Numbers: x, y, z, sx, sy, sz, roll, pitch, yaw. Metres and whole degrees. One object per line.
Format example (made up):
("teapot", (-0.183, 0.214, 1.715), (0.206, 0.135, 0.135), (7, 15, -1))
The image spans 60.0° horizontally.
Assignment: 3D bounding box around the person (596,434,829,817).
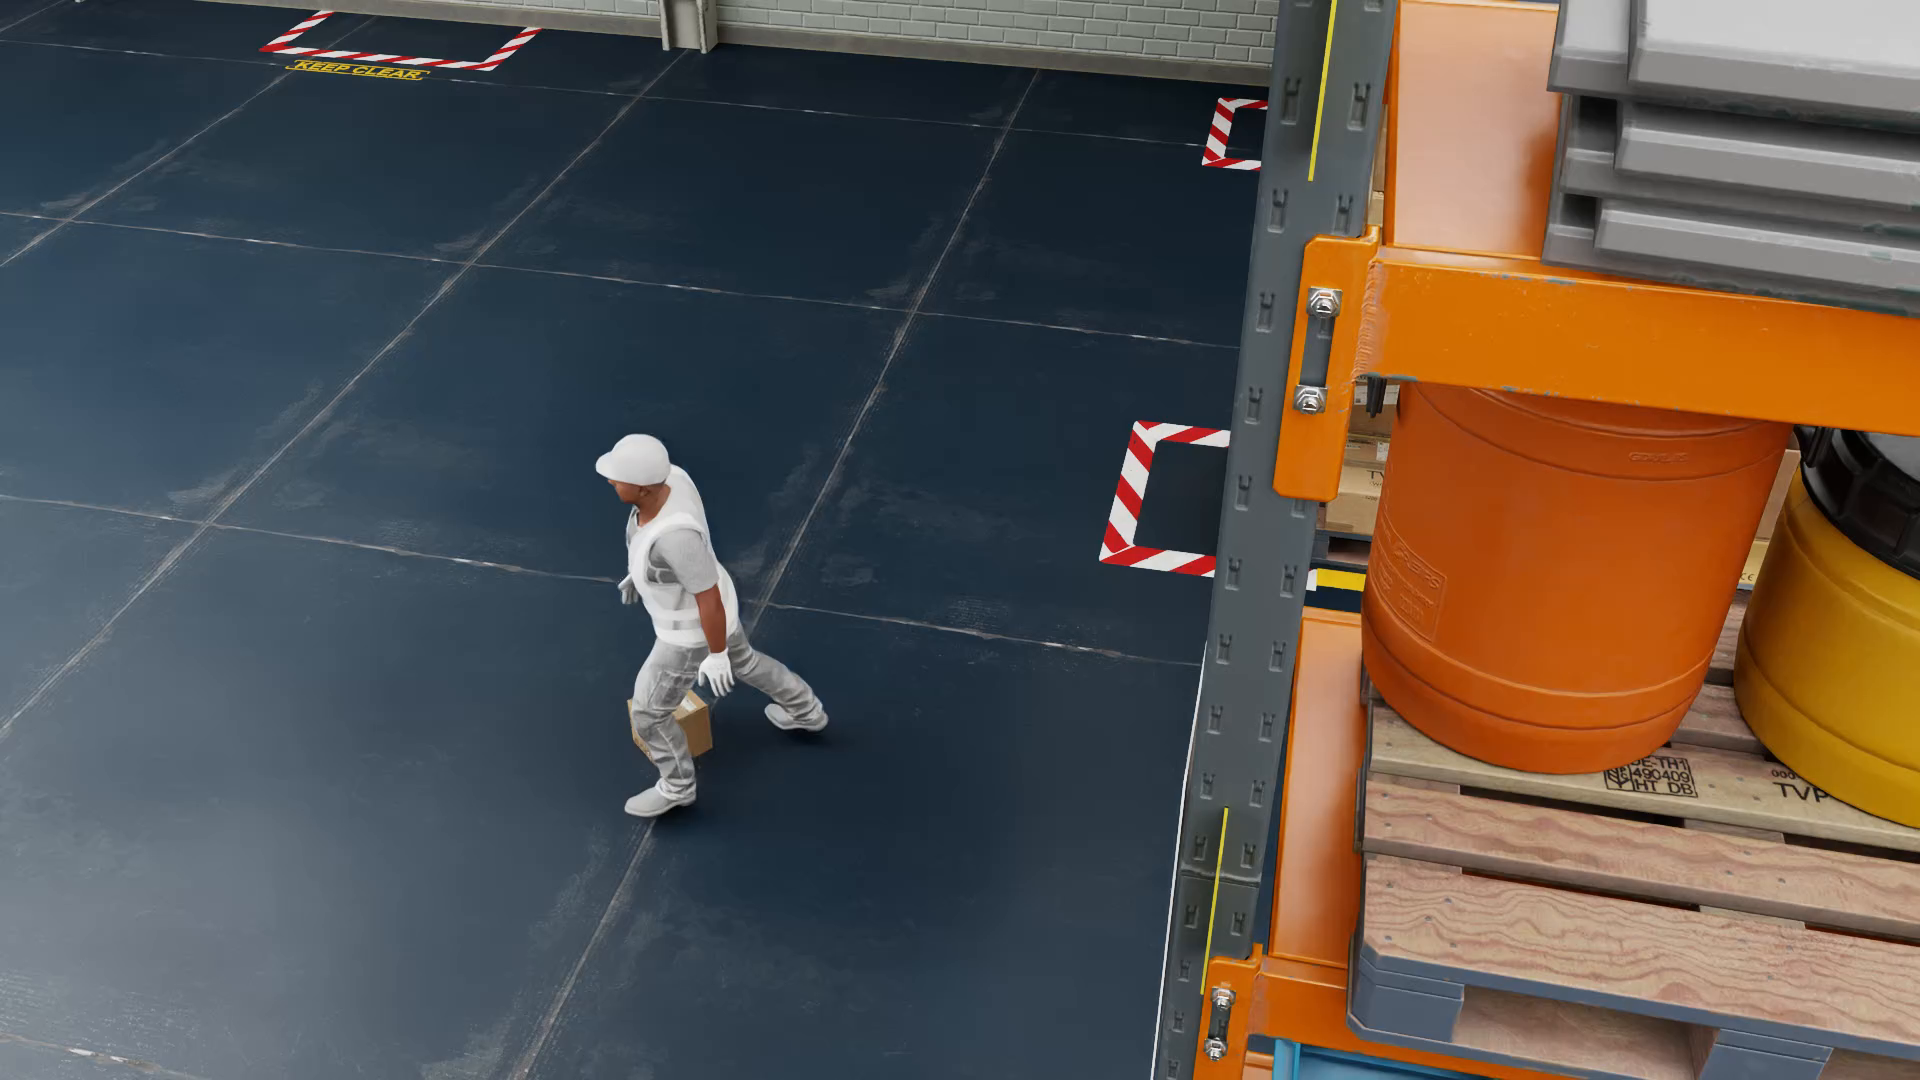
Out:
("person", (-0.976, 0.294, 6.569), (0.867, 1.724, 0.668), (-4, 36, -6))
